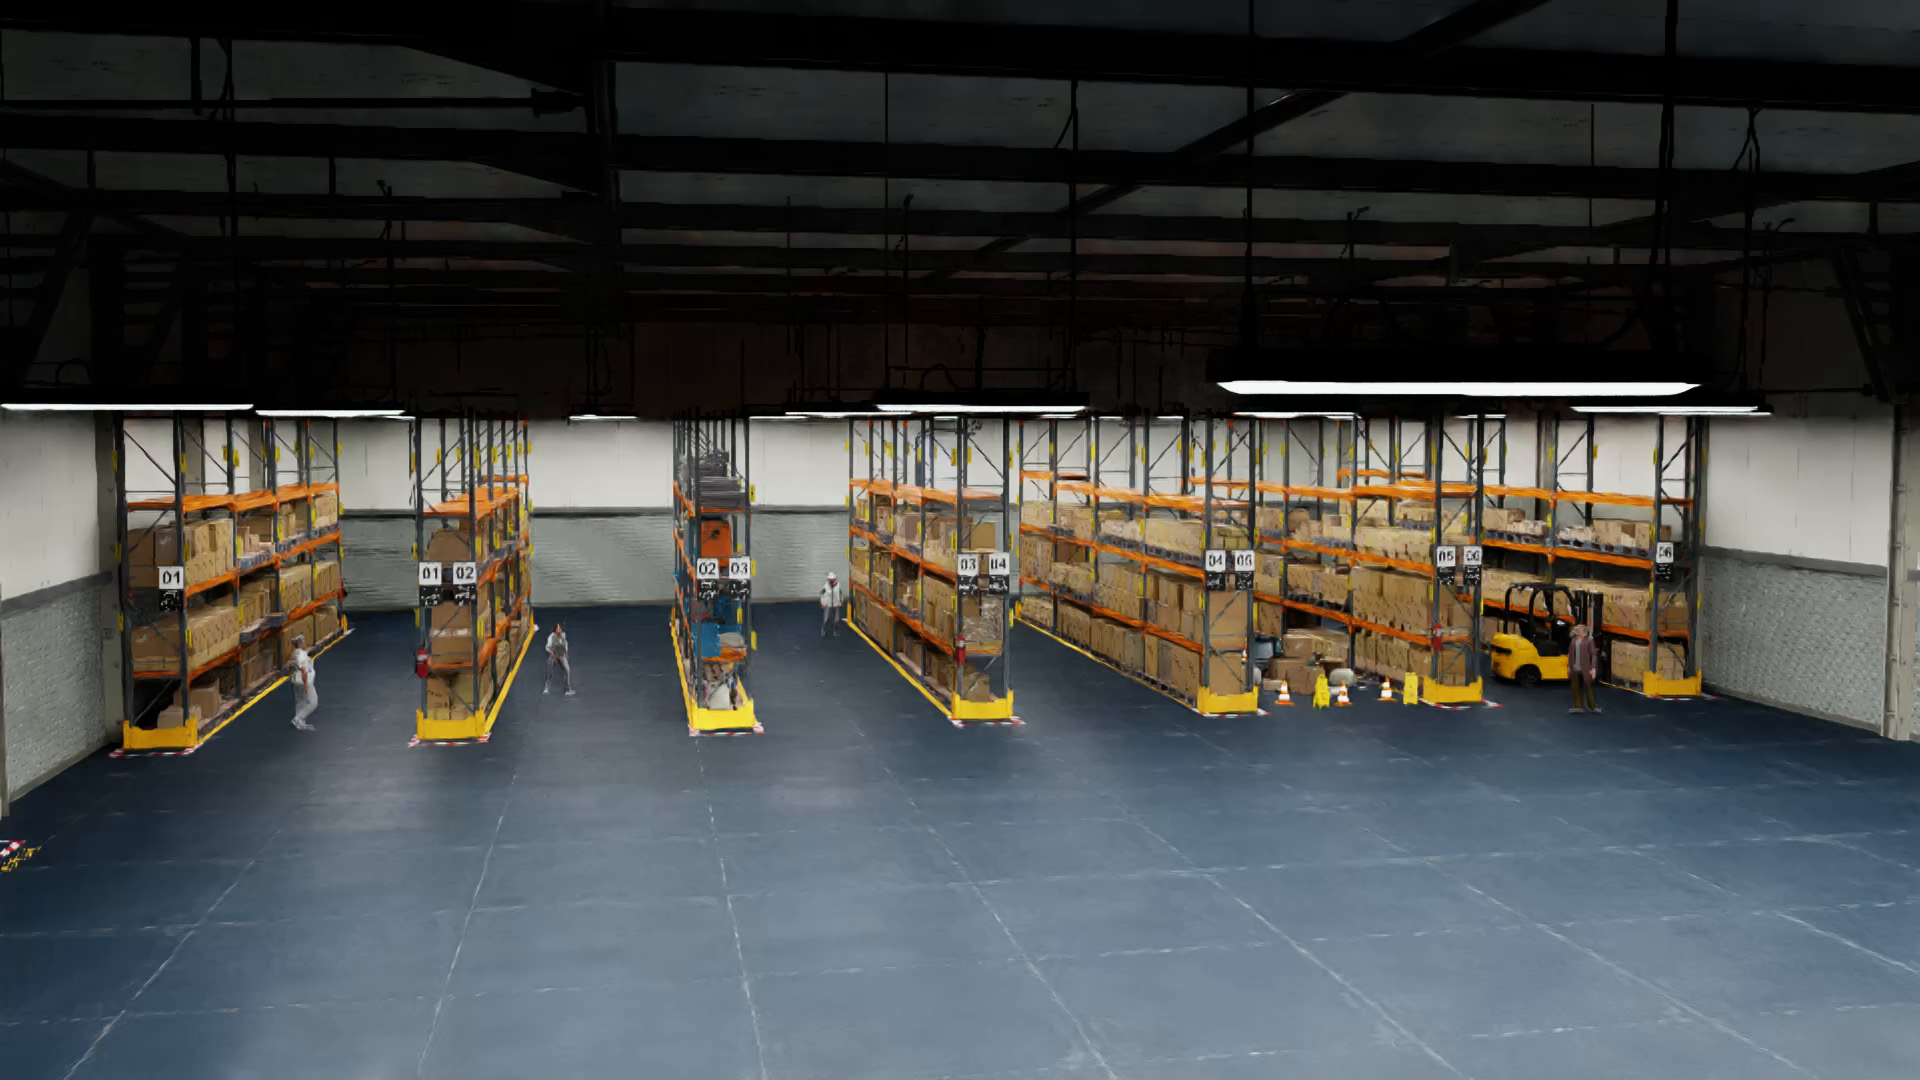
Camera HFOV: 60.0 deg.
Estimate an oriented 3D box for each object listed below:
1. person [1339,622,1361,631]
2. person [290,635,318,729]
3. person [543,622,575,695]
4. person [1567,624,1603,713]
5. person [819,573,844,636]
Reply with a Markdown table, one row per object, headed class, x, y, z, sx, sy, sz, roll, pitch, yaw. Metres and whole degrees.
| class | x | y | z | sx | sy | sz | roll | pitch | yaw |
| --- | --- | --- | --- | --- | --- | --- | --- | --- | --- |
| person | 10.714 | 1.604 | 45.660 | 0.586 | 1.718 | 0.638 | 1 | 4 | 11 |
| person | -12.203 | 2.652 | 30.822 | 0.470 | 1.754 | 0.588 | -3 | 5 | -40 |
| person | -8.443 | 2.467 | 34.881 | 0.561 | 1.525 | 0.788 | -2 | 5 | -29 |
| person | 12.255 | 2.522 | 32.676 | 0.587 | 1.769 | 0.686 | -3 | 5 | -39 |
| person | -3.421 | 1.720 | 44.312 | 0.677 | 1.725 | 0.574 | -1 | 4 | -11 |
